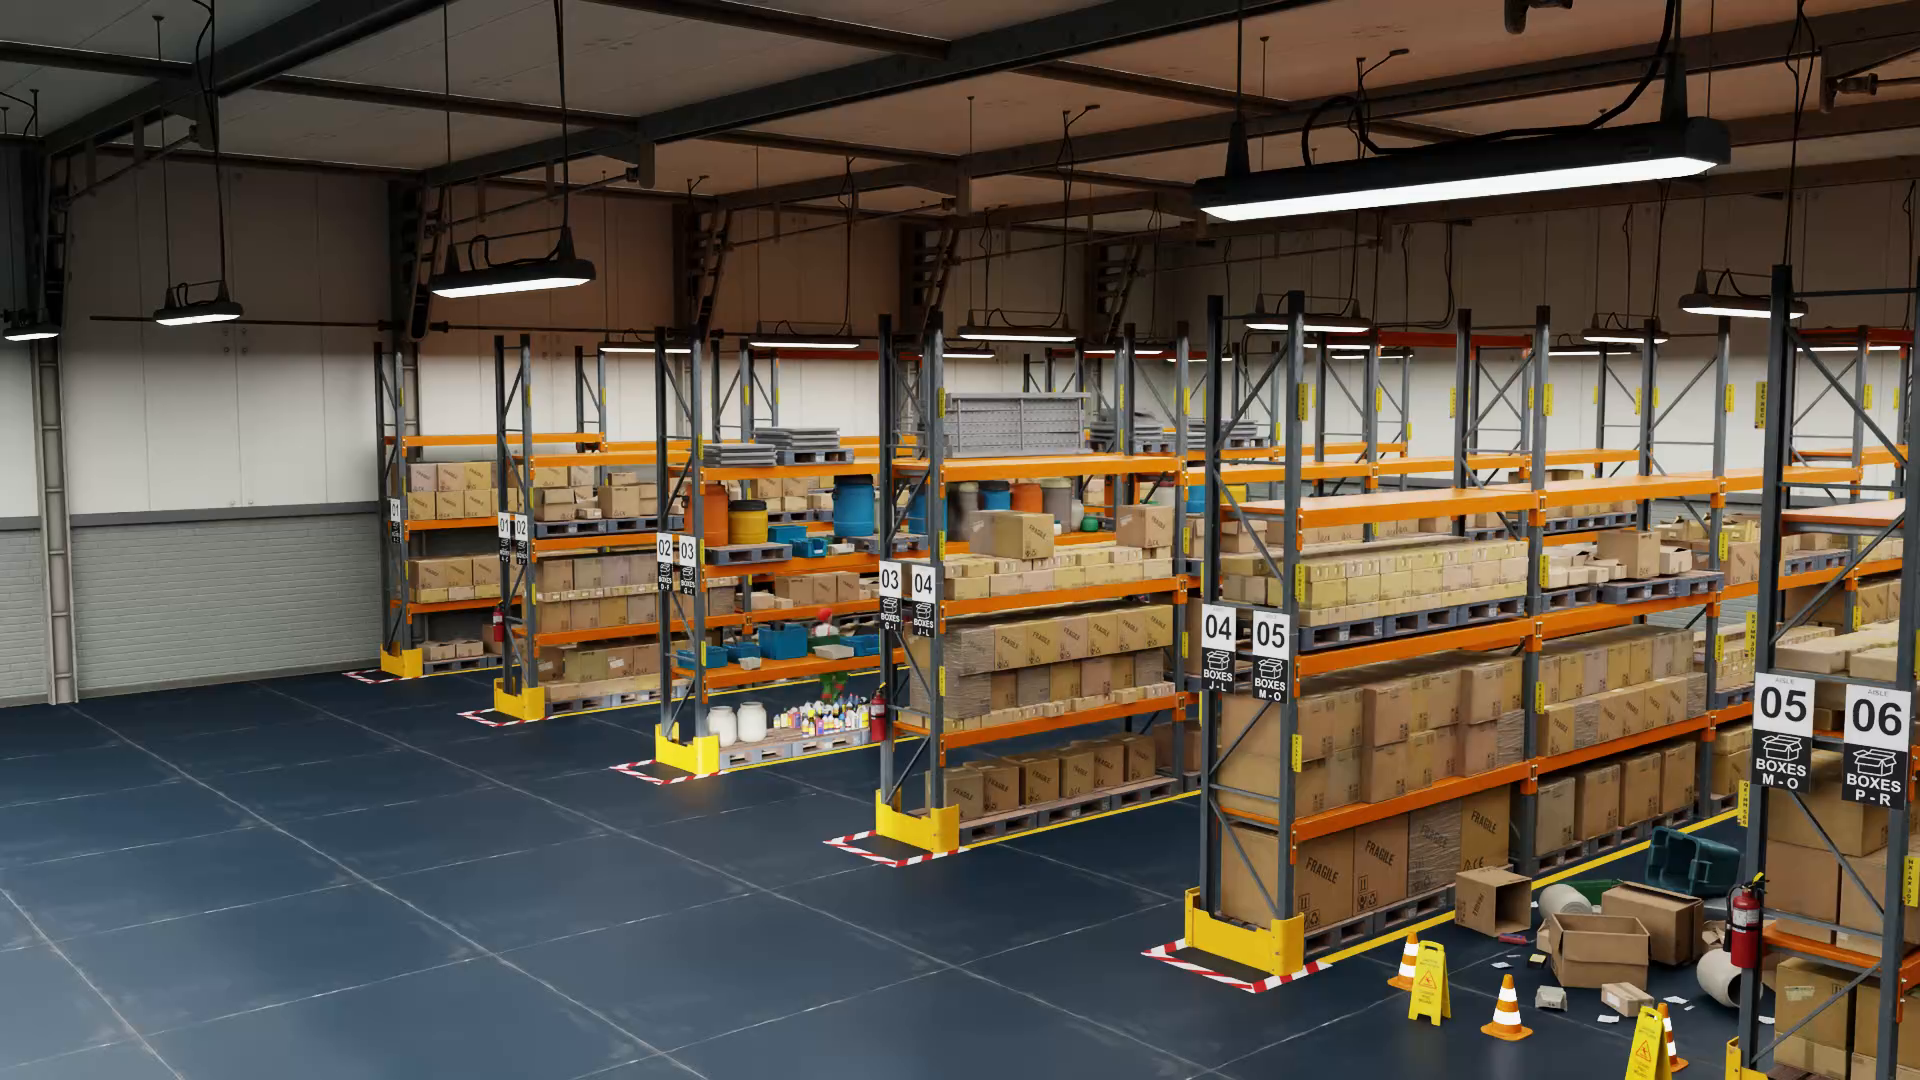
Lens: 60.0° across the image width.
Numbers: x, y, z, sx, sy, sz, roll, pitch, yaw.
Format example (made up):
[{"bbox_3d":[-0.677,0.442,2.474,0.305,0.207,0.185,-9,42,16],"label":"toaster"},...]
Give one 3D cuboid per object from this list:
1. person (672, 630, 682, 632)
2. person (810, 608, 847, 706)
[{"bbox_3d":[-5.366,1.408,31.356,0.491,1.762,0.898,5,7,41],"label":"person"},{"bbox_3d":[-2.025,1.909,26.214,0.682,1.715,0.660,2,5,16],"label":"person"}]
